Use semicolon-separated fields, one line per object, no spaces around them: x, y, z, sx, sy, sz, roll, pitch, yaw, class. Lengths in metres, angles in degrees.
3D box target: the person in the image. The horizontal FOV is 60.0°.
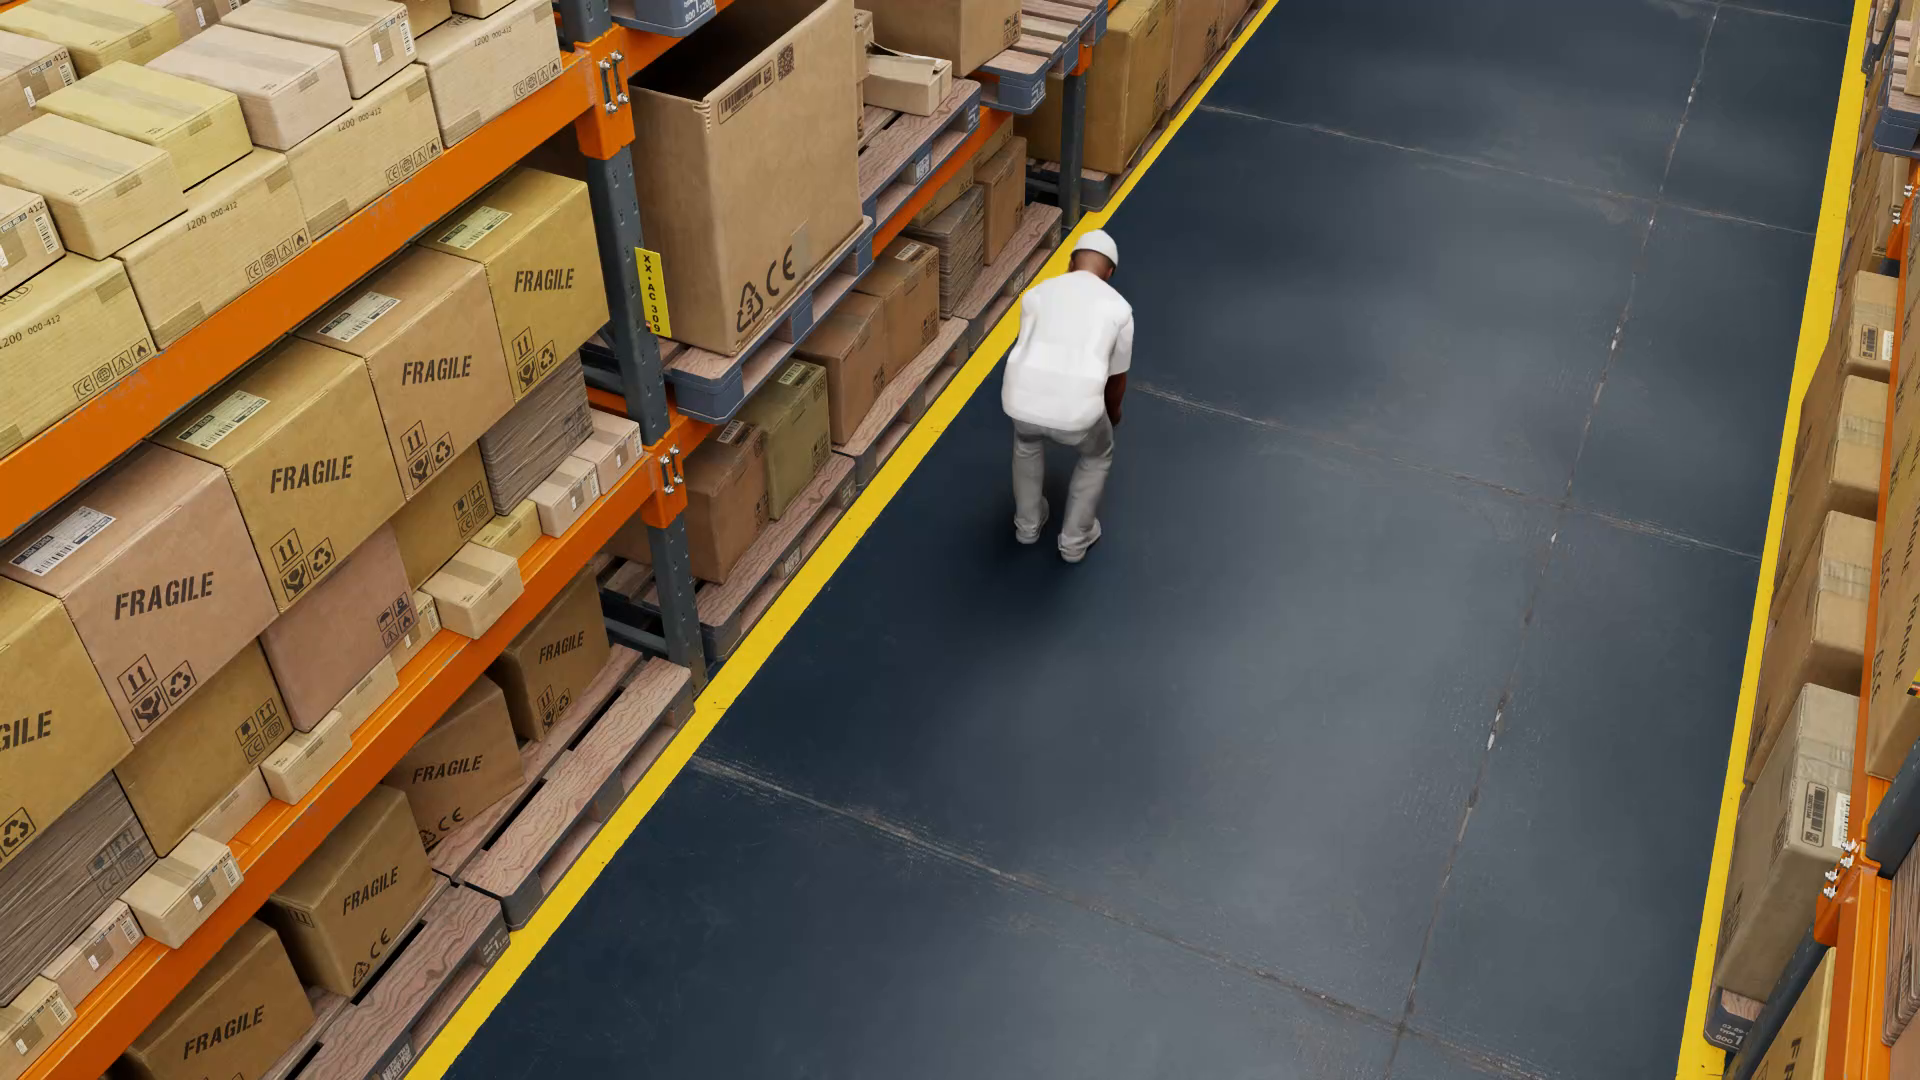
0.464;-0.611;7.206;0.497;1.258;0.939;13;43;14;person
